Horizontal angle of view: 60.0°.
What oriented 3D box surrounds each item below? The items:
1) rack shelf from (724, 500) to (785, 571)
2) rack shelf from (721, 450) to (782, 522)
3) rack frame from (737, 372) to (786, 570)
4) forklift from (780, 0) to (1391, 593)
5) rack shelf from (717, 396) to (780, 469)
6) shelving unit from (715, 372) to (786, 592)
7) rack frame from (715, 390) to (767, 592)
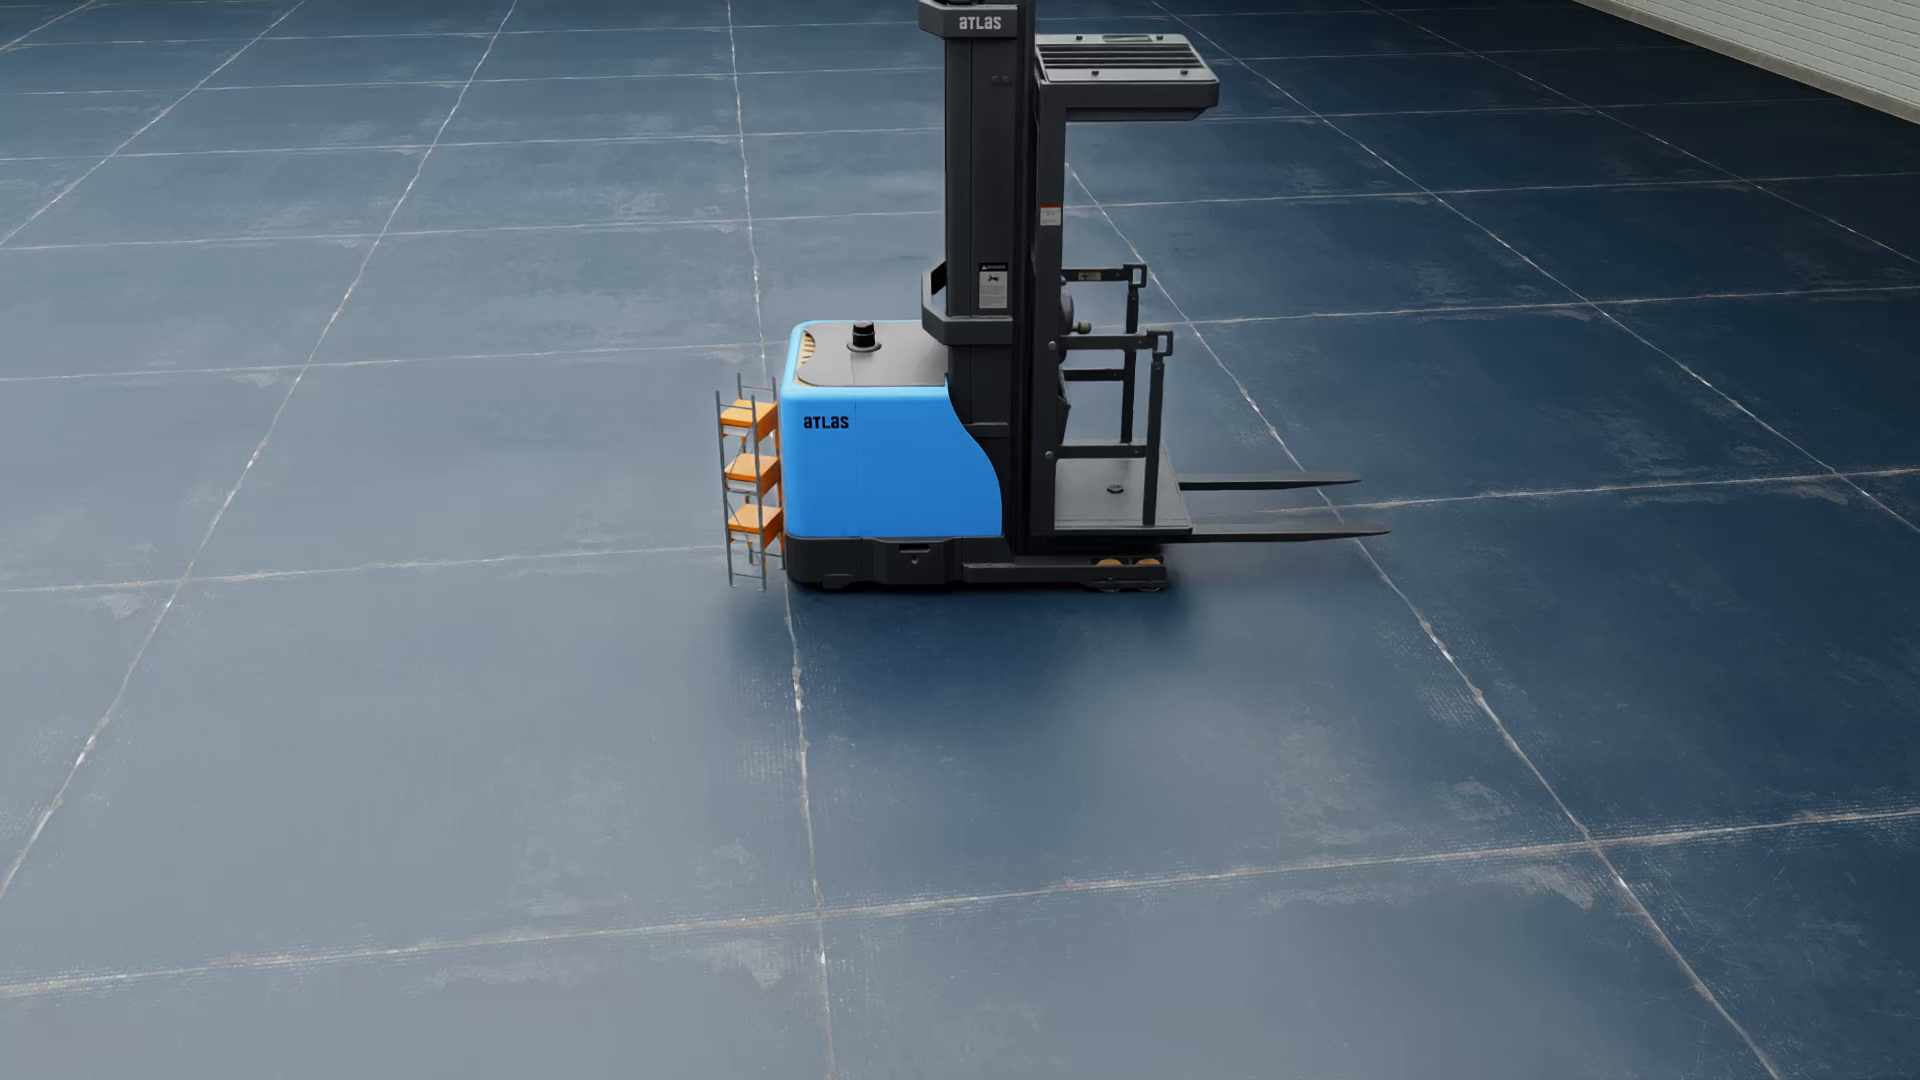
[{"bbox_3d":[-1.018,-0.020,8.272,0.215,0.259,0.240,8,28,16],"label":"rack shelf"},{"bbox_3d":[-1.018,-0.268,8.145,0.215,0.259,0.240,8,28,16],"label":"rack shelf"},{"bbox_3d":[-0.981,-0.330,8.243,0.200,1.050,0.008,8,28,16],"label":"rack frame"},{"bbox_3d":[0.645,-1.285,8.044,3.031,2.935,1.130,-1,27,-1],"label":"forklift"},{"bbox_3d":[-1.018,-0.520,8.015,0.215,0.259,0.240,8,28,16],"label":"rack shelf"},{"bbox_3d":[-1.018,-0.277,8.140,0.215,1.050,0.252,8,28,16],"label":"shelving unit"},{"bbox_3d":[-1.055,-0.224,8.037,0.200,1.050,0.008,8,28,16],"label":"rack frame"}]
